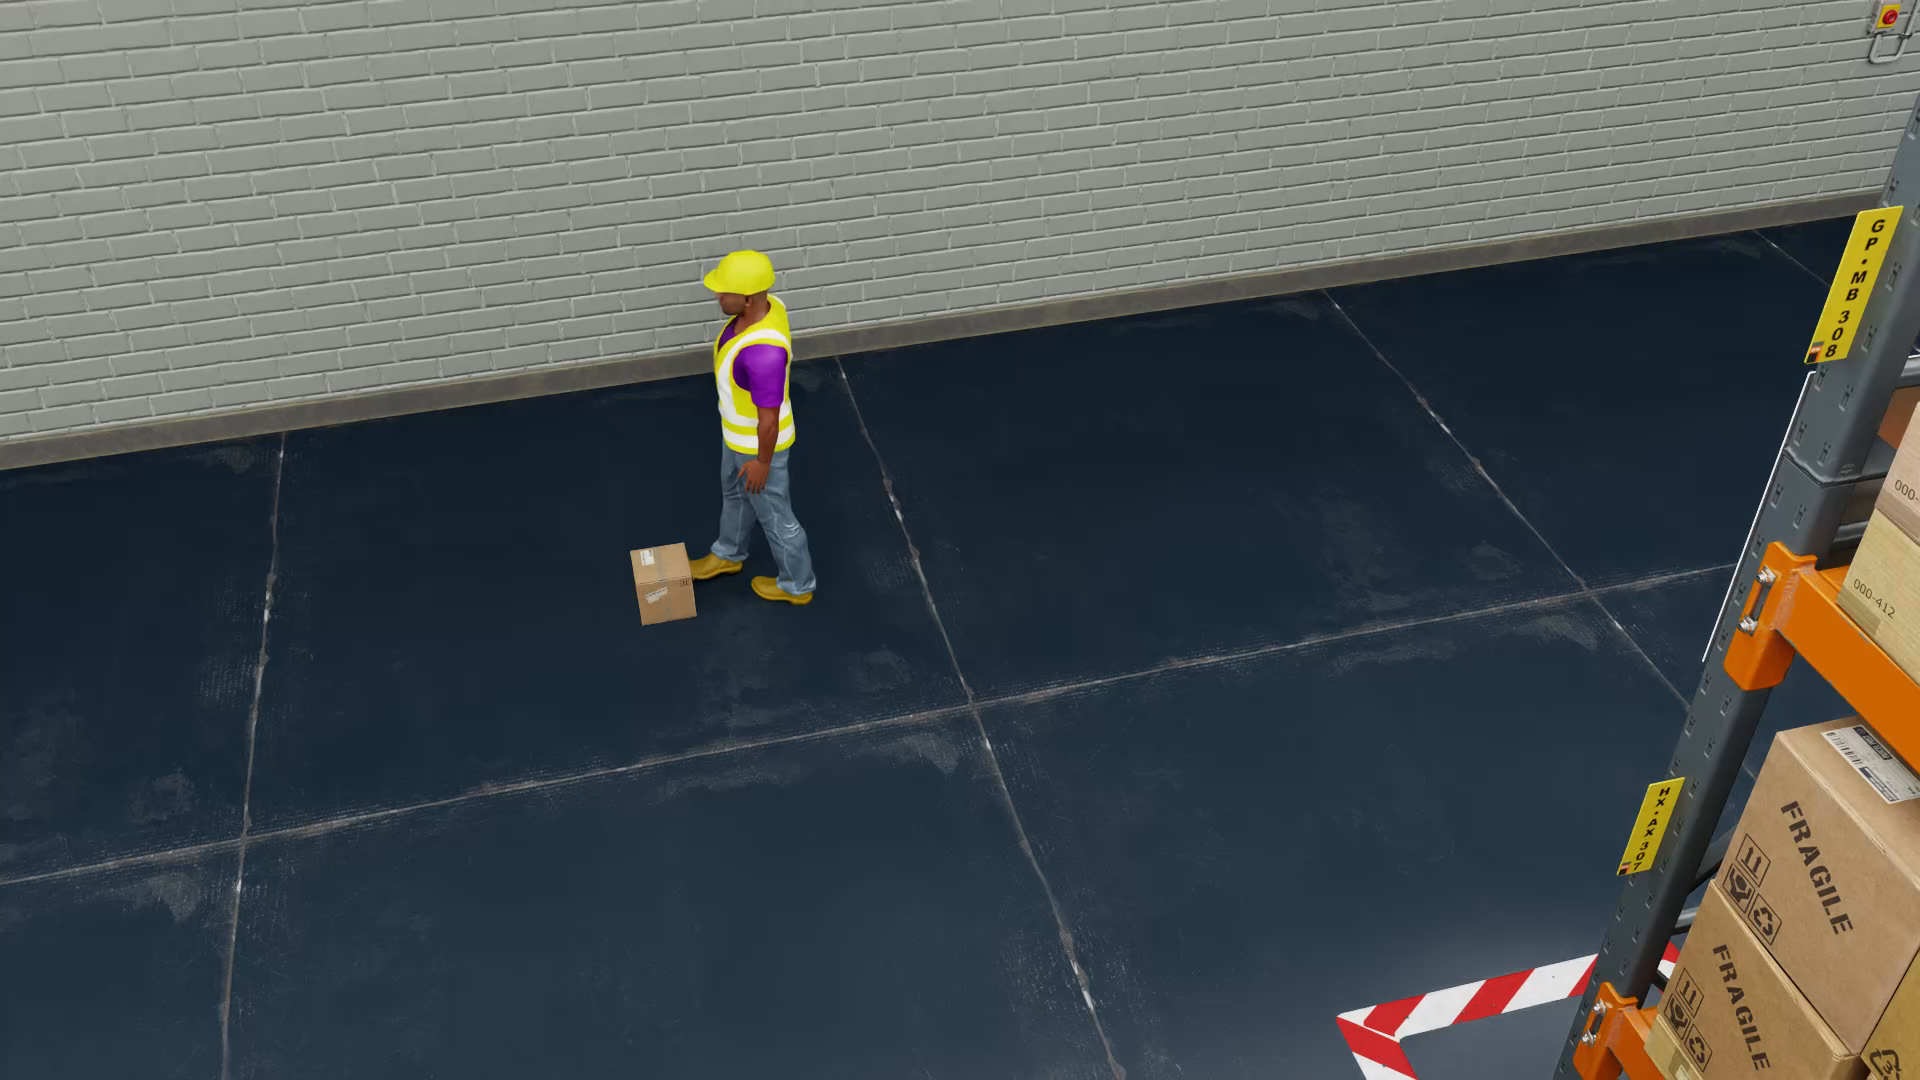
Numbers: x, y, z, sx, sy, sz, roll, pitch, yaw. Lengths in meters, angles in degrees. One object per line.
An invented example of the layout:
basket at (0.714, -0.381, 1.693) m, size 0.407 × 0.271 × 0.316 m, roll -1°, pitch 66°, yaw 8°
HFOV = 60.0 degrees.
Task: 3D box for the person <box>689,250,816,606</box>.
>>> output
person at (-0.999, -0.472, 7.294) m, size 0.628 × 1.760 × 0.582 m, roll -6°, pitch 38°, yaw -7°
